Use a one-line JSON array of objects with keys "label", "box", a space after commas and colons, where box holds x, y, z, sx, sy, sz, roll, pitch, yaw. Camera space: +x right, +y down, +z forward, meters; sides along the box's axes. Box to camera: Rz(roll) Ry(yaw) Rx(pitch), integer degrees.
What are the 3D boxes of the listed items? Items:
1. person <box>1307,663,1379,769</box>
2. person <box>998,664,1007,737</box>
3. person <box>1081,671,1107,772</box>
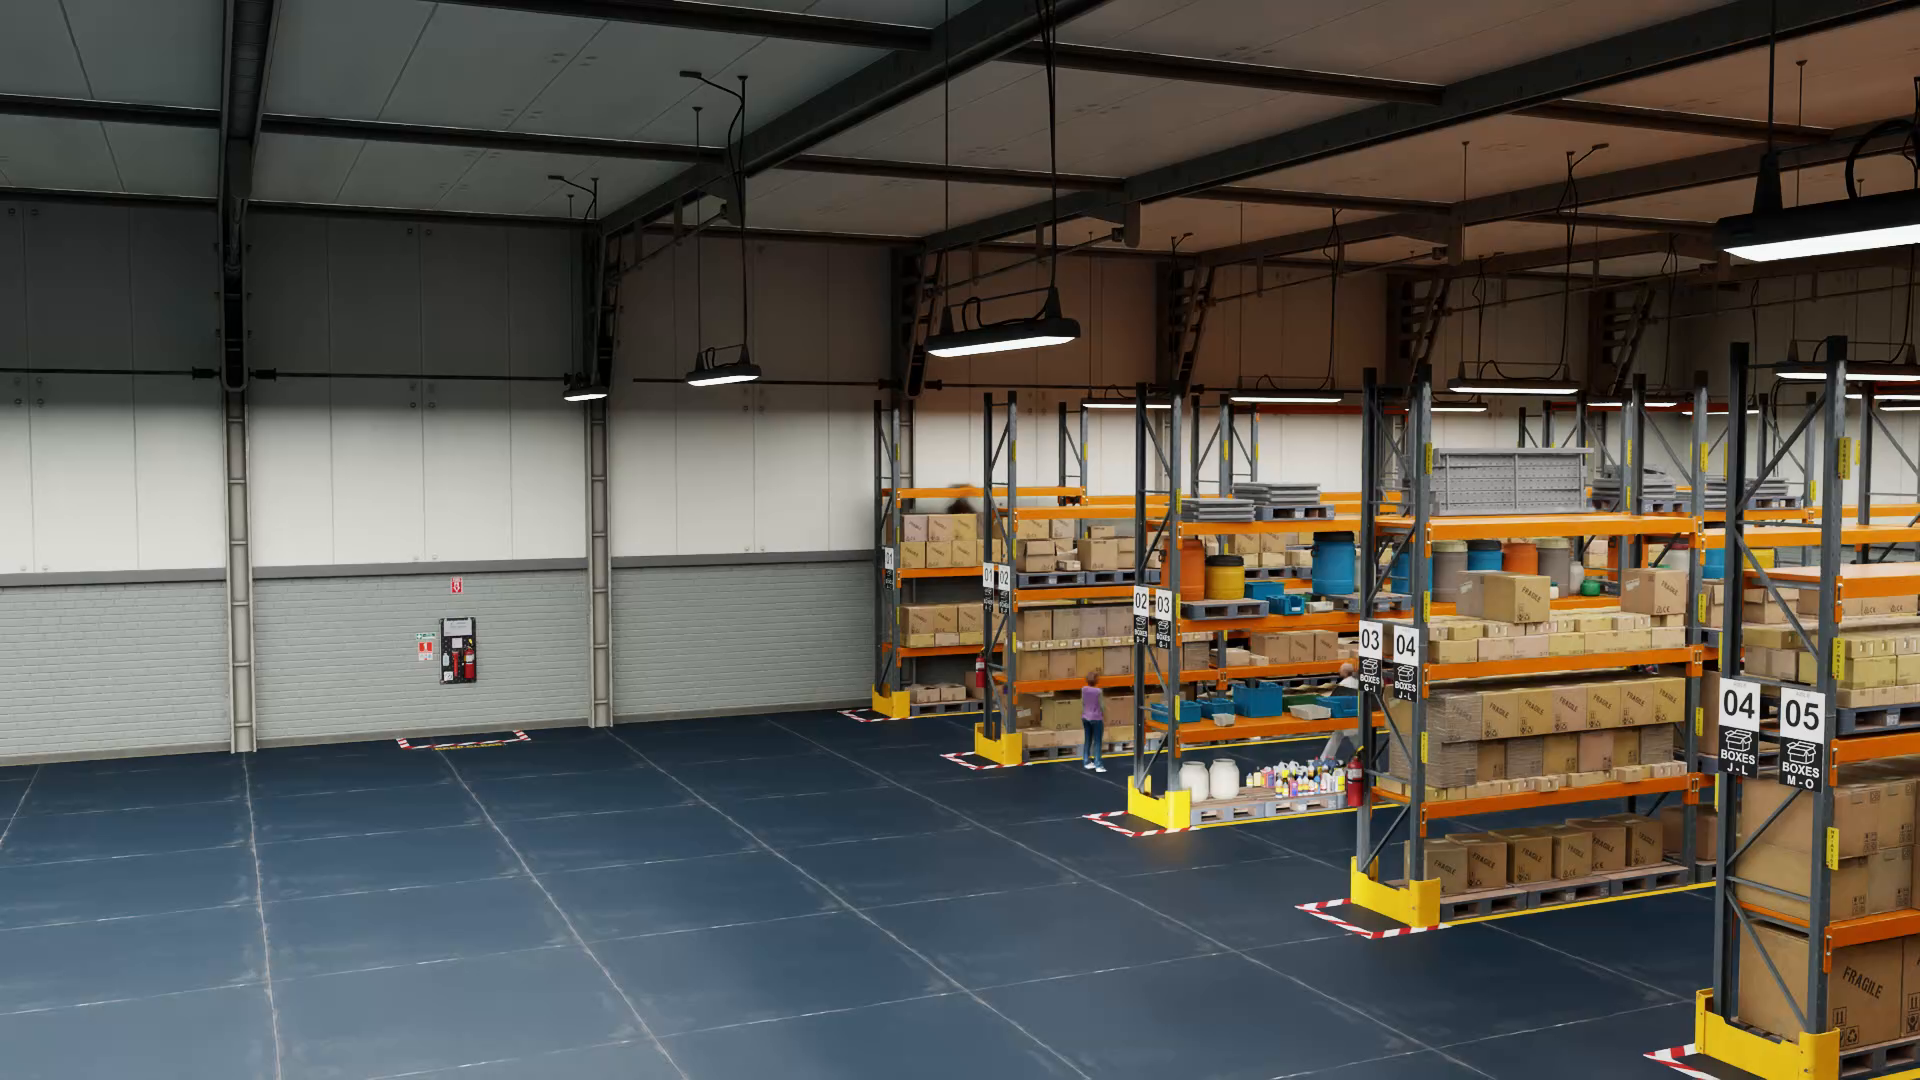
[{"label": "person", "box": [6.005, 2.763, 26.049, 1.122, 1.710, 0.642, 1, 3, 18]}, {"label": "person", "box": [0.926, 2.649, 29.351, 0.381, 1.617, 0.530, 2, 4, 34]}, {"label": "person", "box": [2.118, 2.847, 26.208, 0.447, 1.593, 0.469, -3, 4, -39]}]
